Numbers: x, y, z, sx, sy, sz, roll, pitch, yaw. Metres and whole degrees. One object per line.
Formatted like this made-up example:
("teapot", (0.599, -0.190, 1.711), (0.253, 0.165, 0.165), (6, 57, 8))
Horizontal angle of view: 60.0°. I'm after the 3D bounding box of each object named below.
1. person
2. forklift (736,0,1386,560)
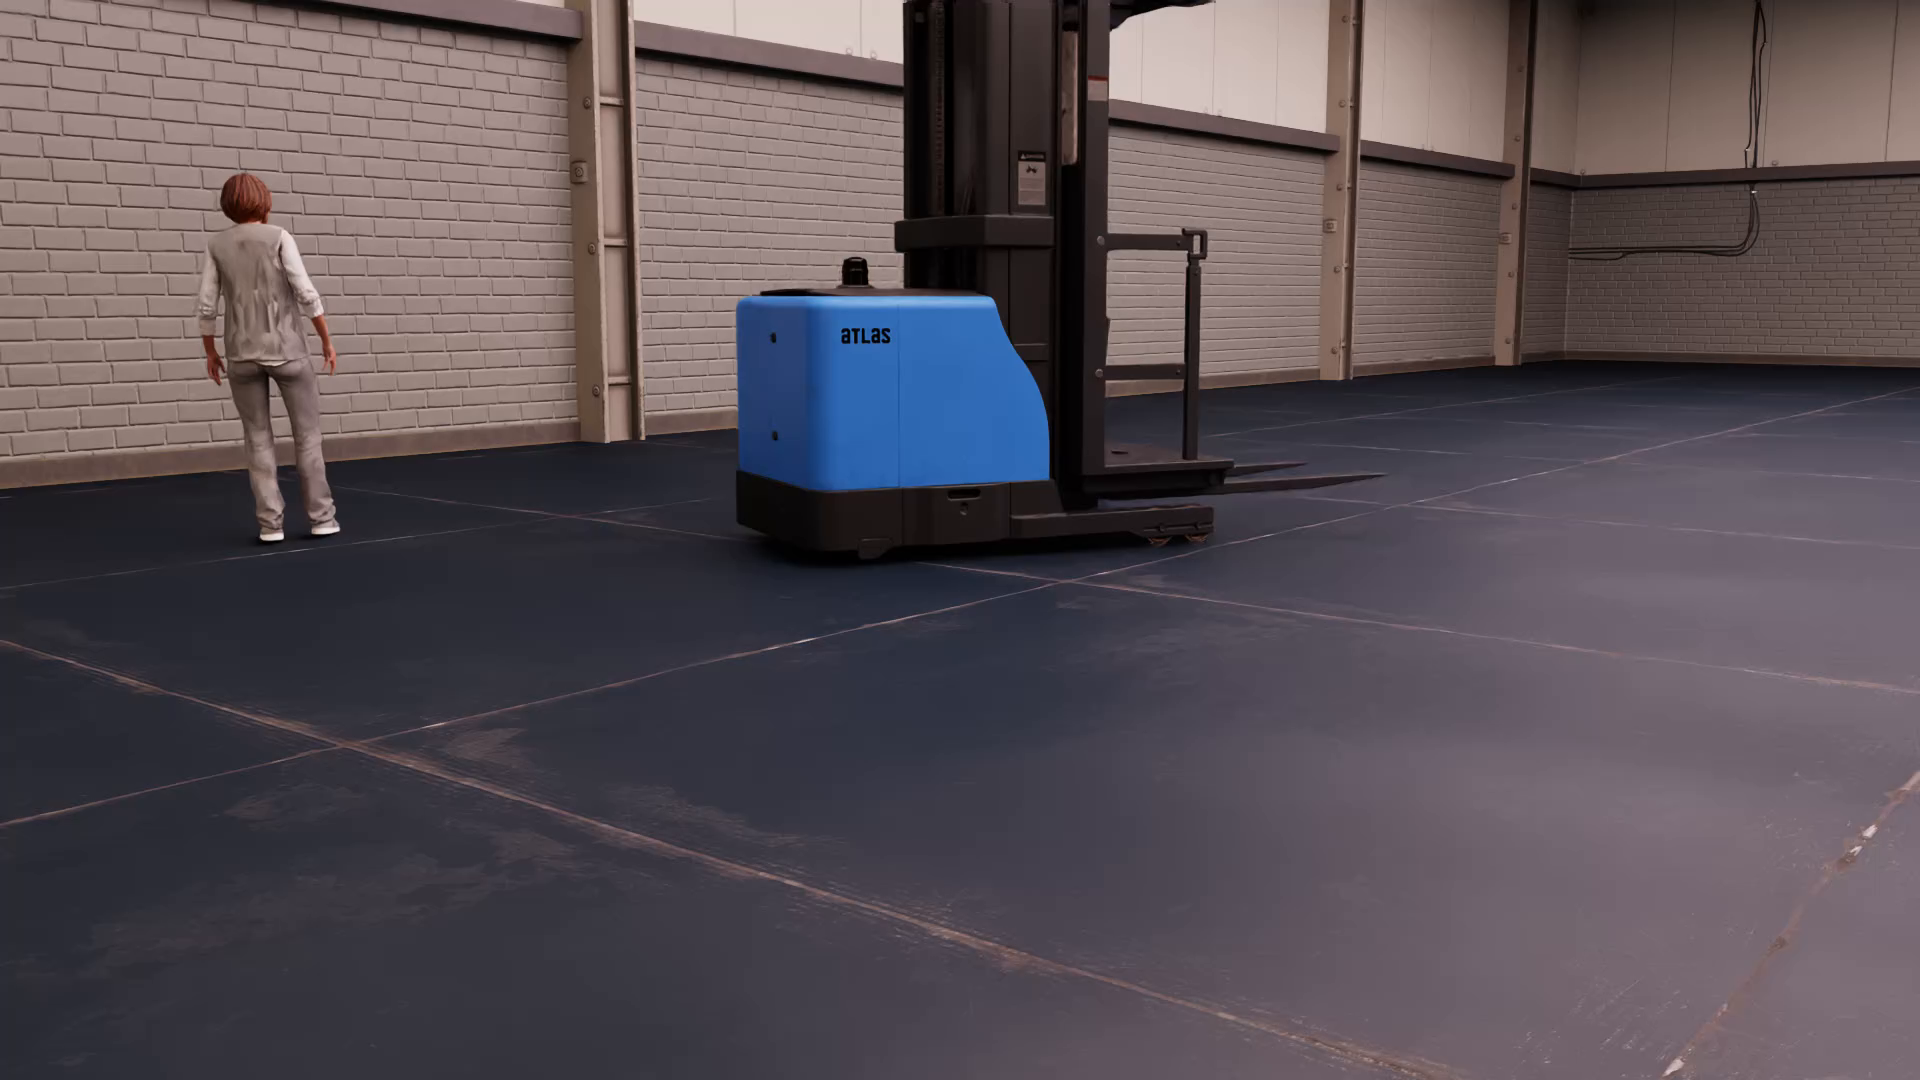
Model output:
("person", (-3.031, -0.797, 7.332), (0.560, 1.602, 0.457), (-1, 8, -10))
("forklift", (0.556, -1.493, 7.486), (3.031, 2.935, 1.130), (-4, 9, -26))
